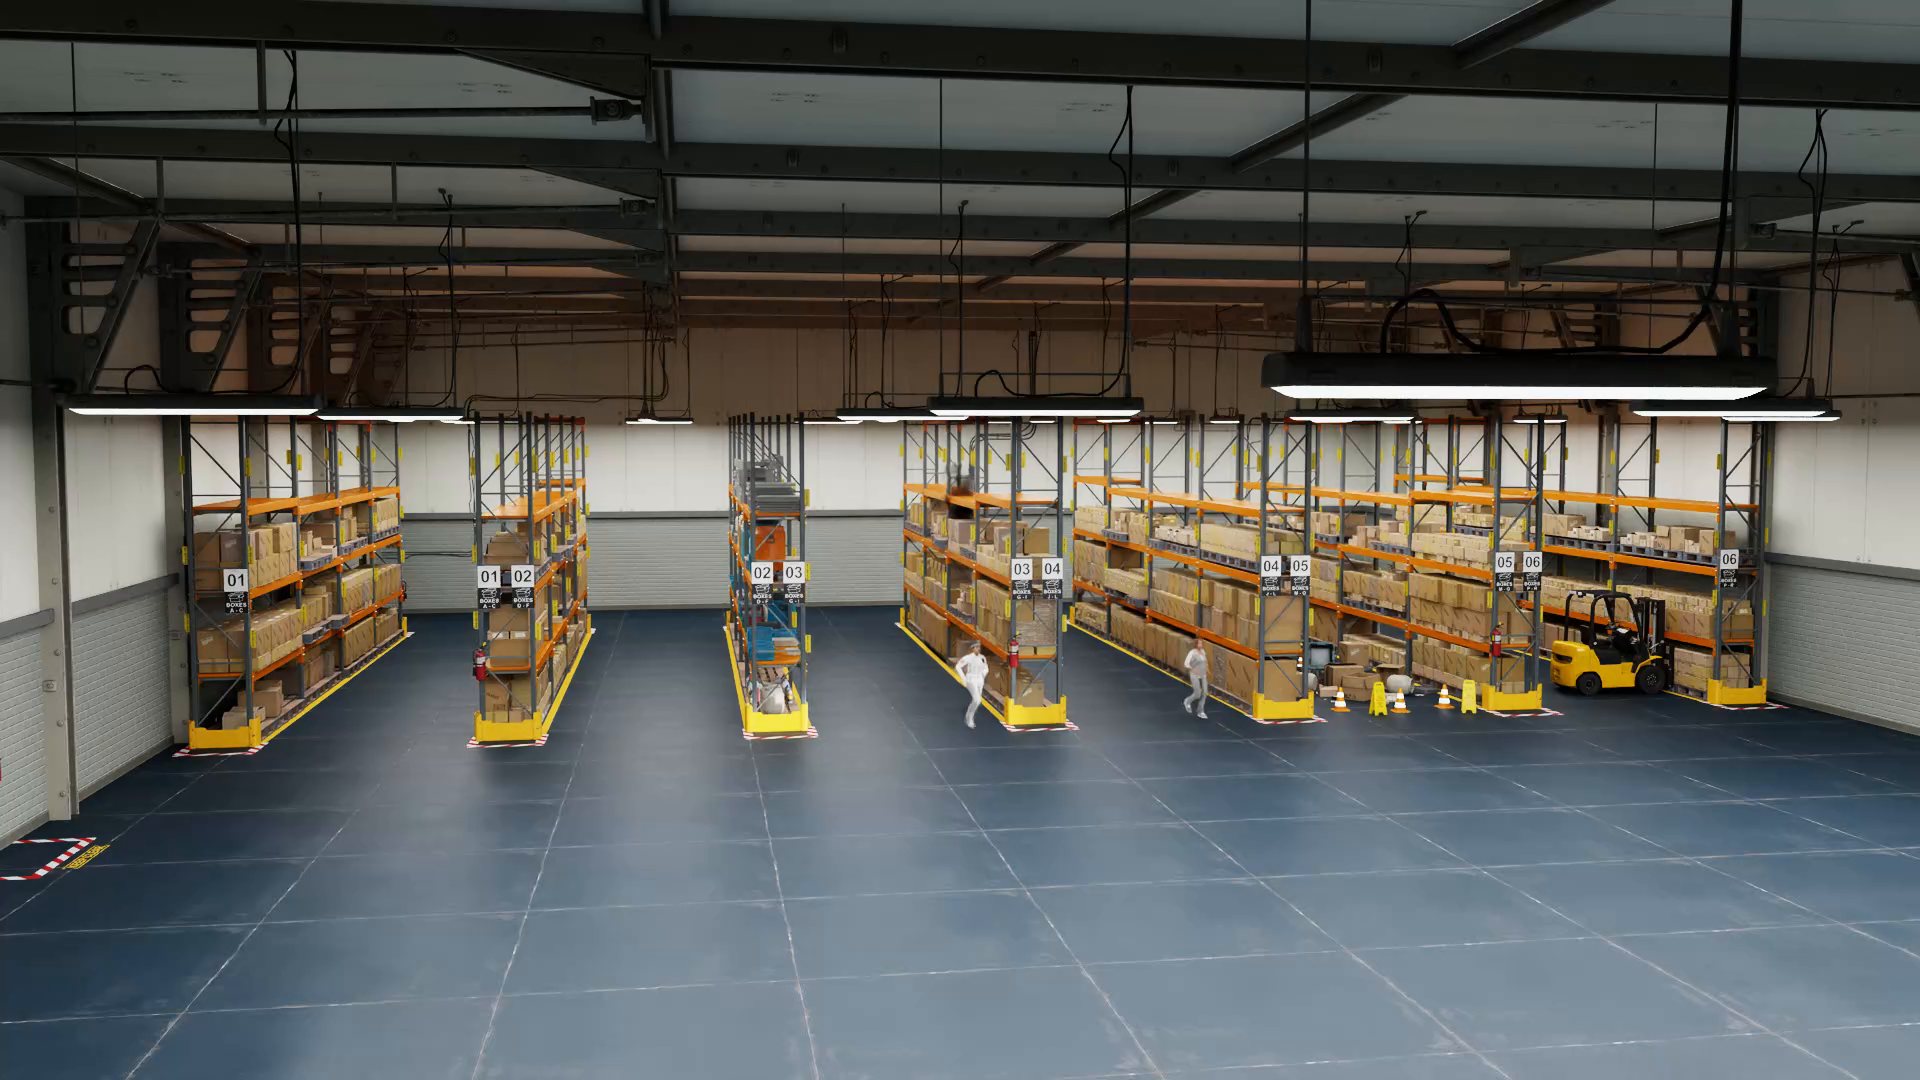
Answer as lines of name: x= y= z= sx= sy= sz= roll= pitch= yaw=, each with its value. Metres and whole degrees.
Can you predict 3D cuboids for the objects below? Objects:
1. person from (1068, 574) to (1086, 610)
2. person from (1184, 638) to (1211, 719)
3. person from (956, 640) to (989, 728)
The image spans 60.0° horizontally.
person: x=3.584 y=1.462 z=49.804 sx=0.760 sy=1.824 sz=0.685 roll=-2 pitch=5 yaw=-31
person: x=4.674 y=2.711 z=32.823 sx=0.566 sy=1.573 sz=0.616 roll=-2 pitch=5 yaw=-31
person: x=0.285 y=2.732 z=31.660 sx=0.584 sy=1.677 sz=0.626 roll=-3 pitch=5 yaw=-33
